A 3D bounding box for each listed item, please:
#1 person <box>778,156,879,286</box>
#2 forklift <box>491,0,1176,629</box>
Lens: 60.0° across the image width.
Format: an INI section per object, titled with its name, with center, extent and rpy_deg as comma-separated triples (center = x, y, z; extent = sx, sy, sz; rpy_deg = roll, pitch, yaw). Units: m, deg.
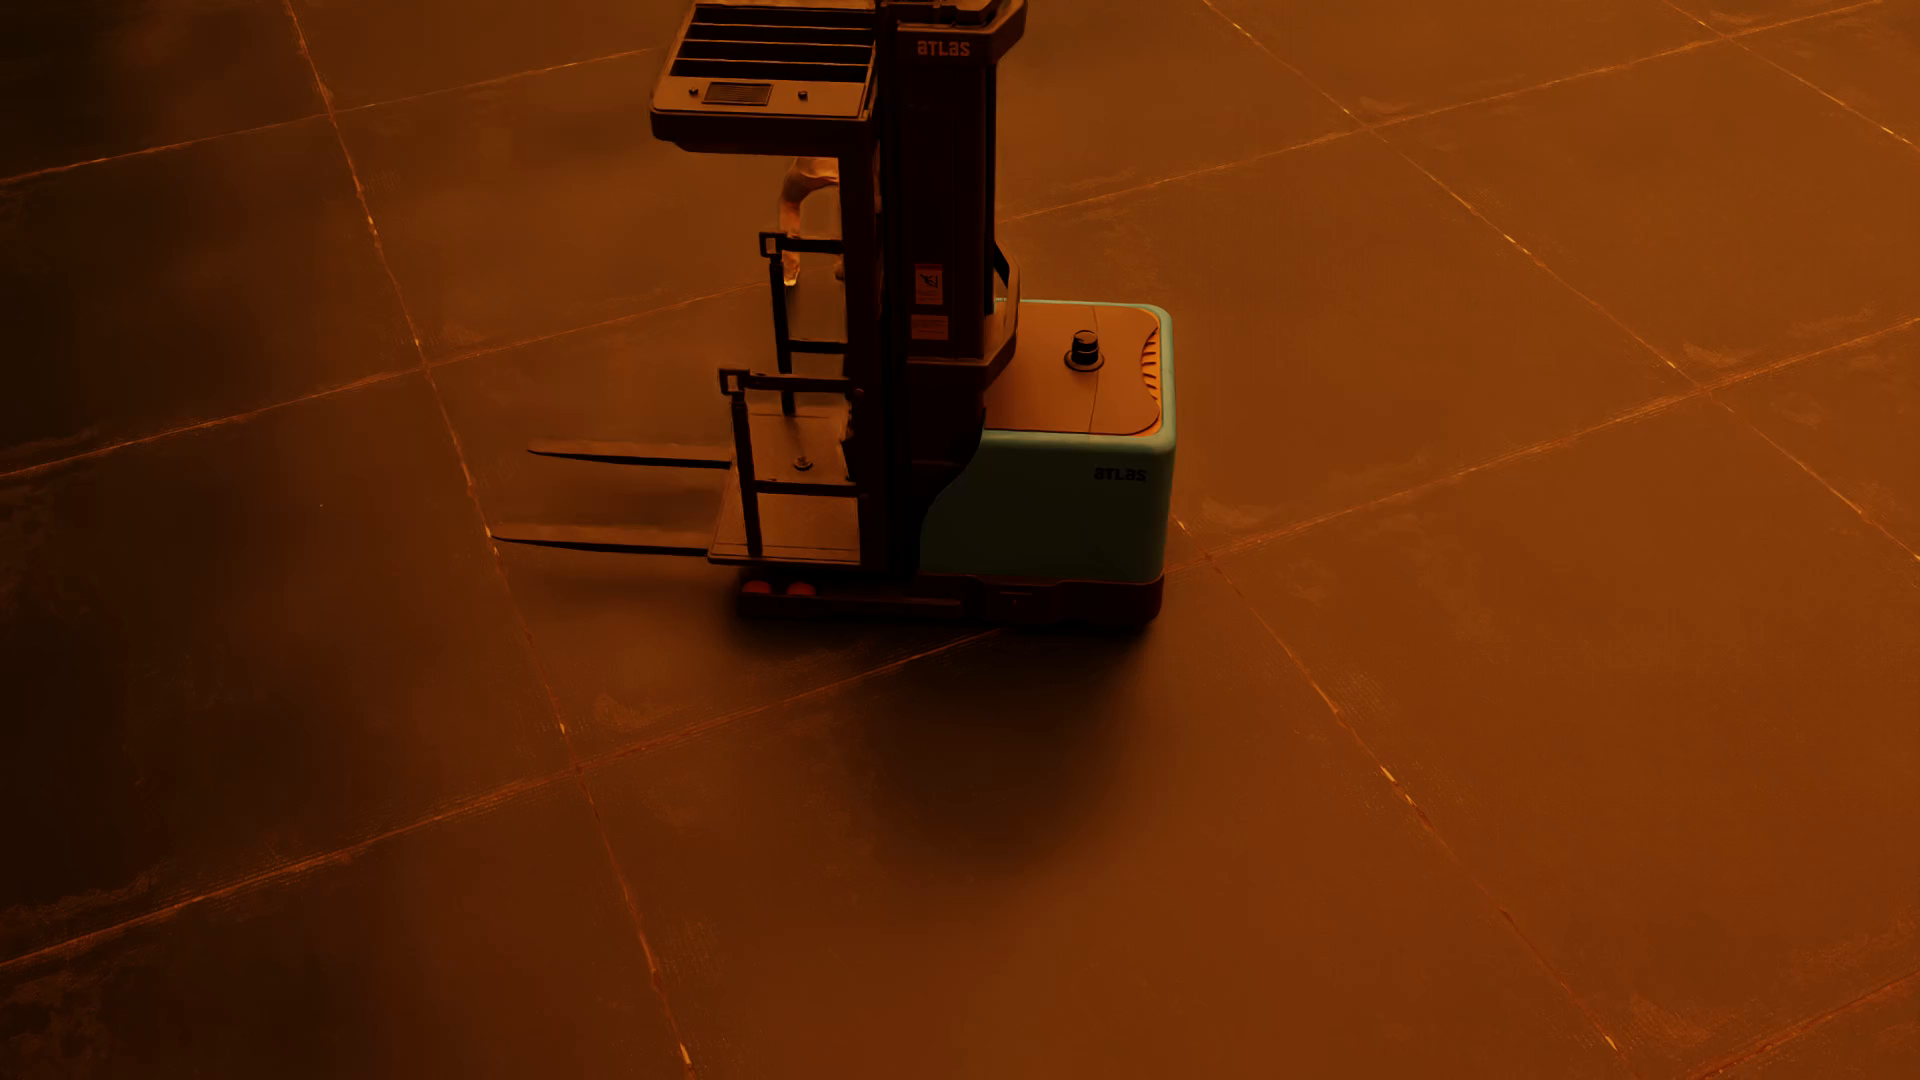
[person]
center = -0.669, -2.063, 9.034
extent = 0.888, 1.508, 0.503
rpy_deg = -10, 44, -10
[forklift]
center = -0.590, -1.078, 6.835
extent = 3.031, 2.935, 1.130
rpy_deg = 3, 43, 3
